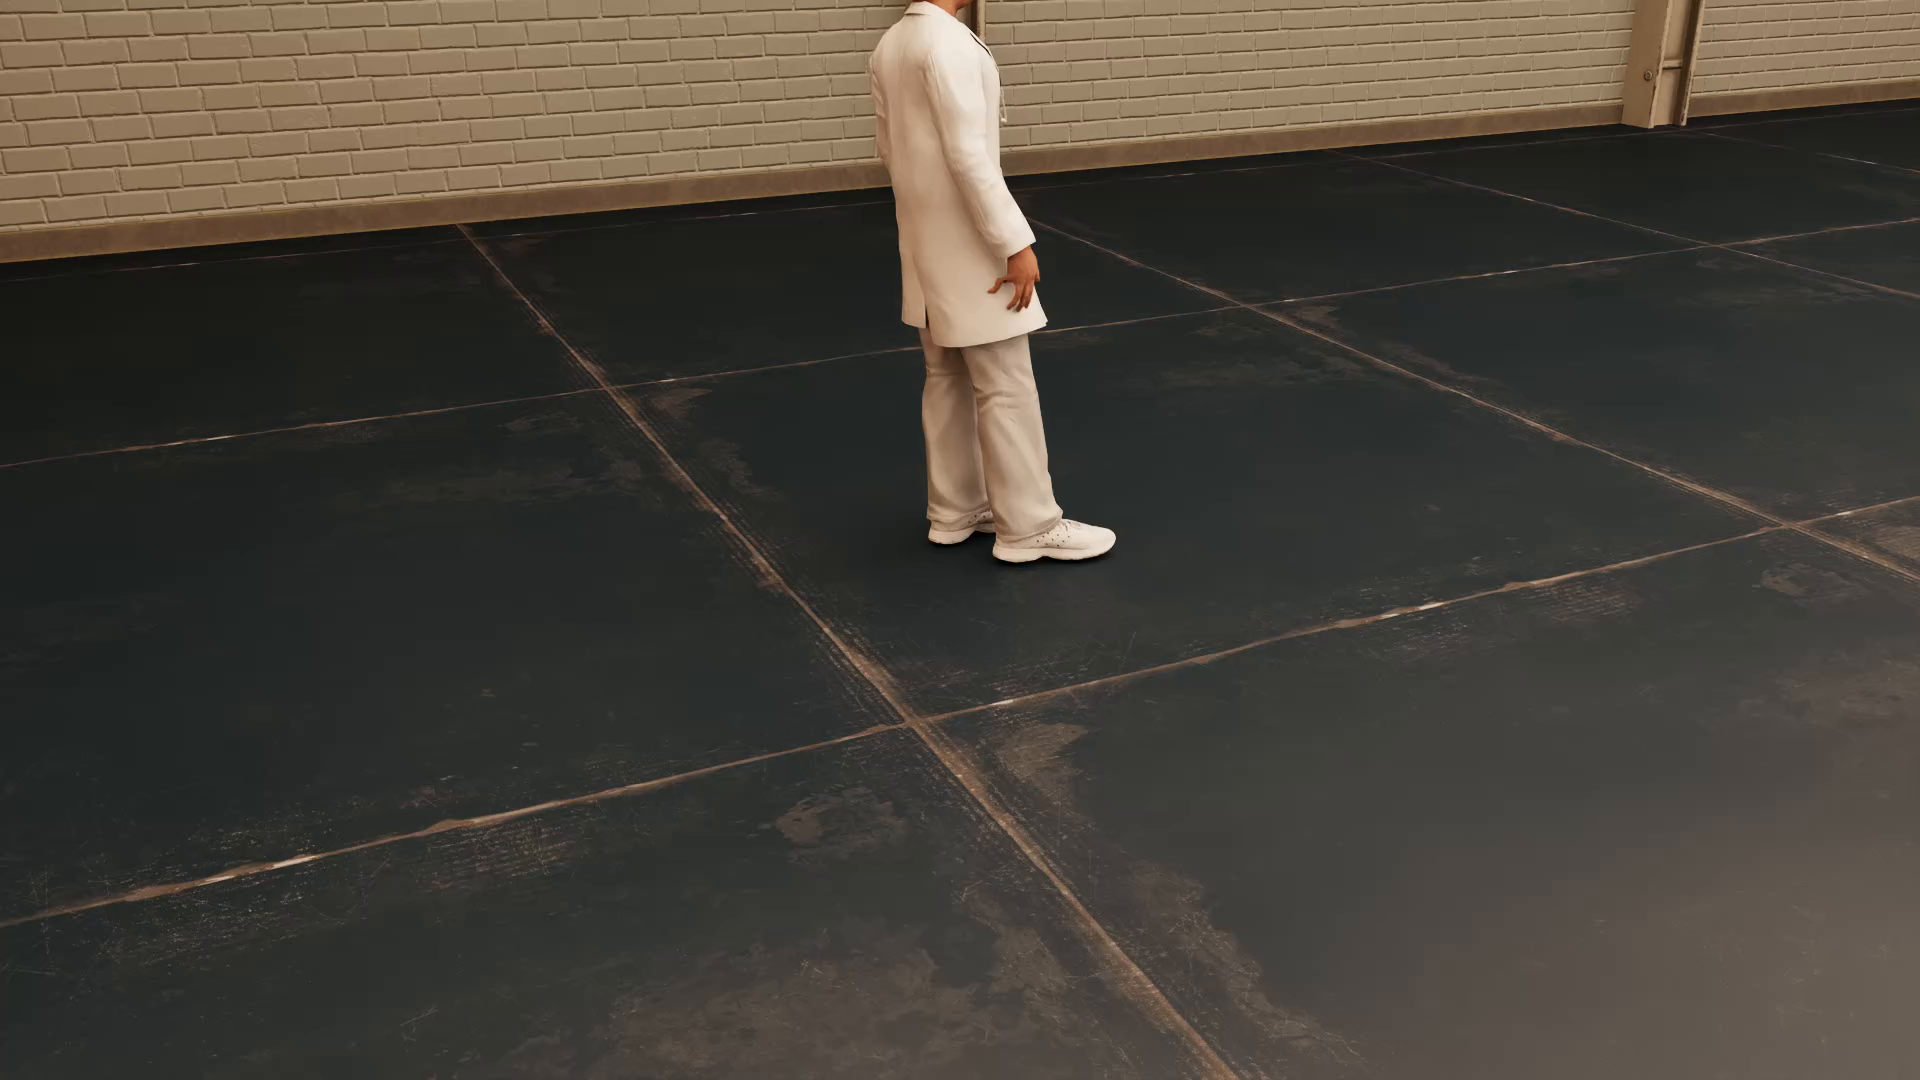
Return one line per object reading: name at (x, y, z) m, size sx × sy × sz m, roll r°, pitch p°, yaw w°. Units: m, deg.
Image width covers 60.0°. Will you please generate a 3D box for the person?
person at (0.085, -0.841, 4.796) m, size 0.578 × 1.777 × 0.696 m, roll -10°, pitch 25°, yaw -23°
